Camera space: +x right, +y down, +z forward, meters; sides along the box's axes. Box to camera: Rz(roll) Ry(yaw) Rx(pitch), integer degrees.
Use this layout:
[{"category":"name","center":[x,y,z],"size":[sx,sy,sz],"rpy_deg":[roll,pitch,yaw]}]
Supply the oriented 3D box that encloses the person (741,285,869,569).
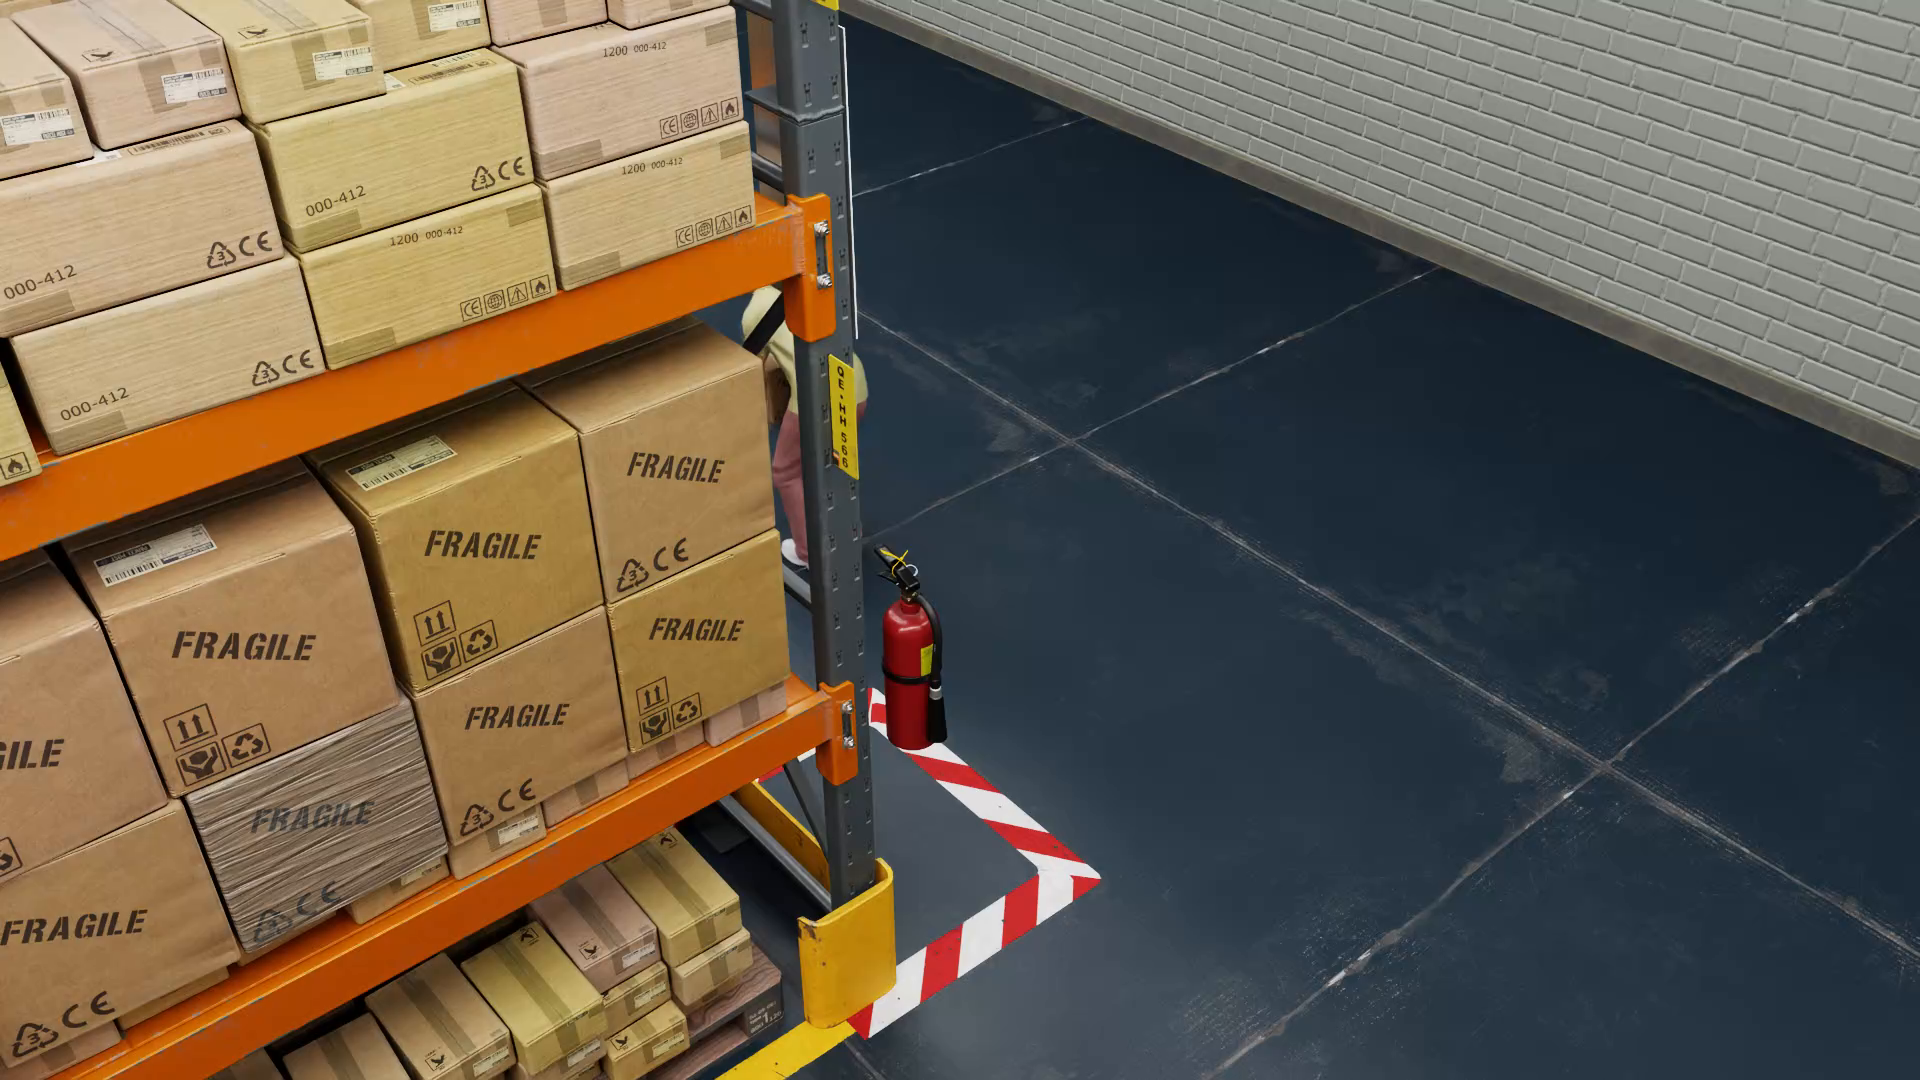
[{"category":"person","center":[-0.692,-0.598,7.133],"size":[0.406,1.489,0.684],"rpy_deg":[-27,44,-32]}]
